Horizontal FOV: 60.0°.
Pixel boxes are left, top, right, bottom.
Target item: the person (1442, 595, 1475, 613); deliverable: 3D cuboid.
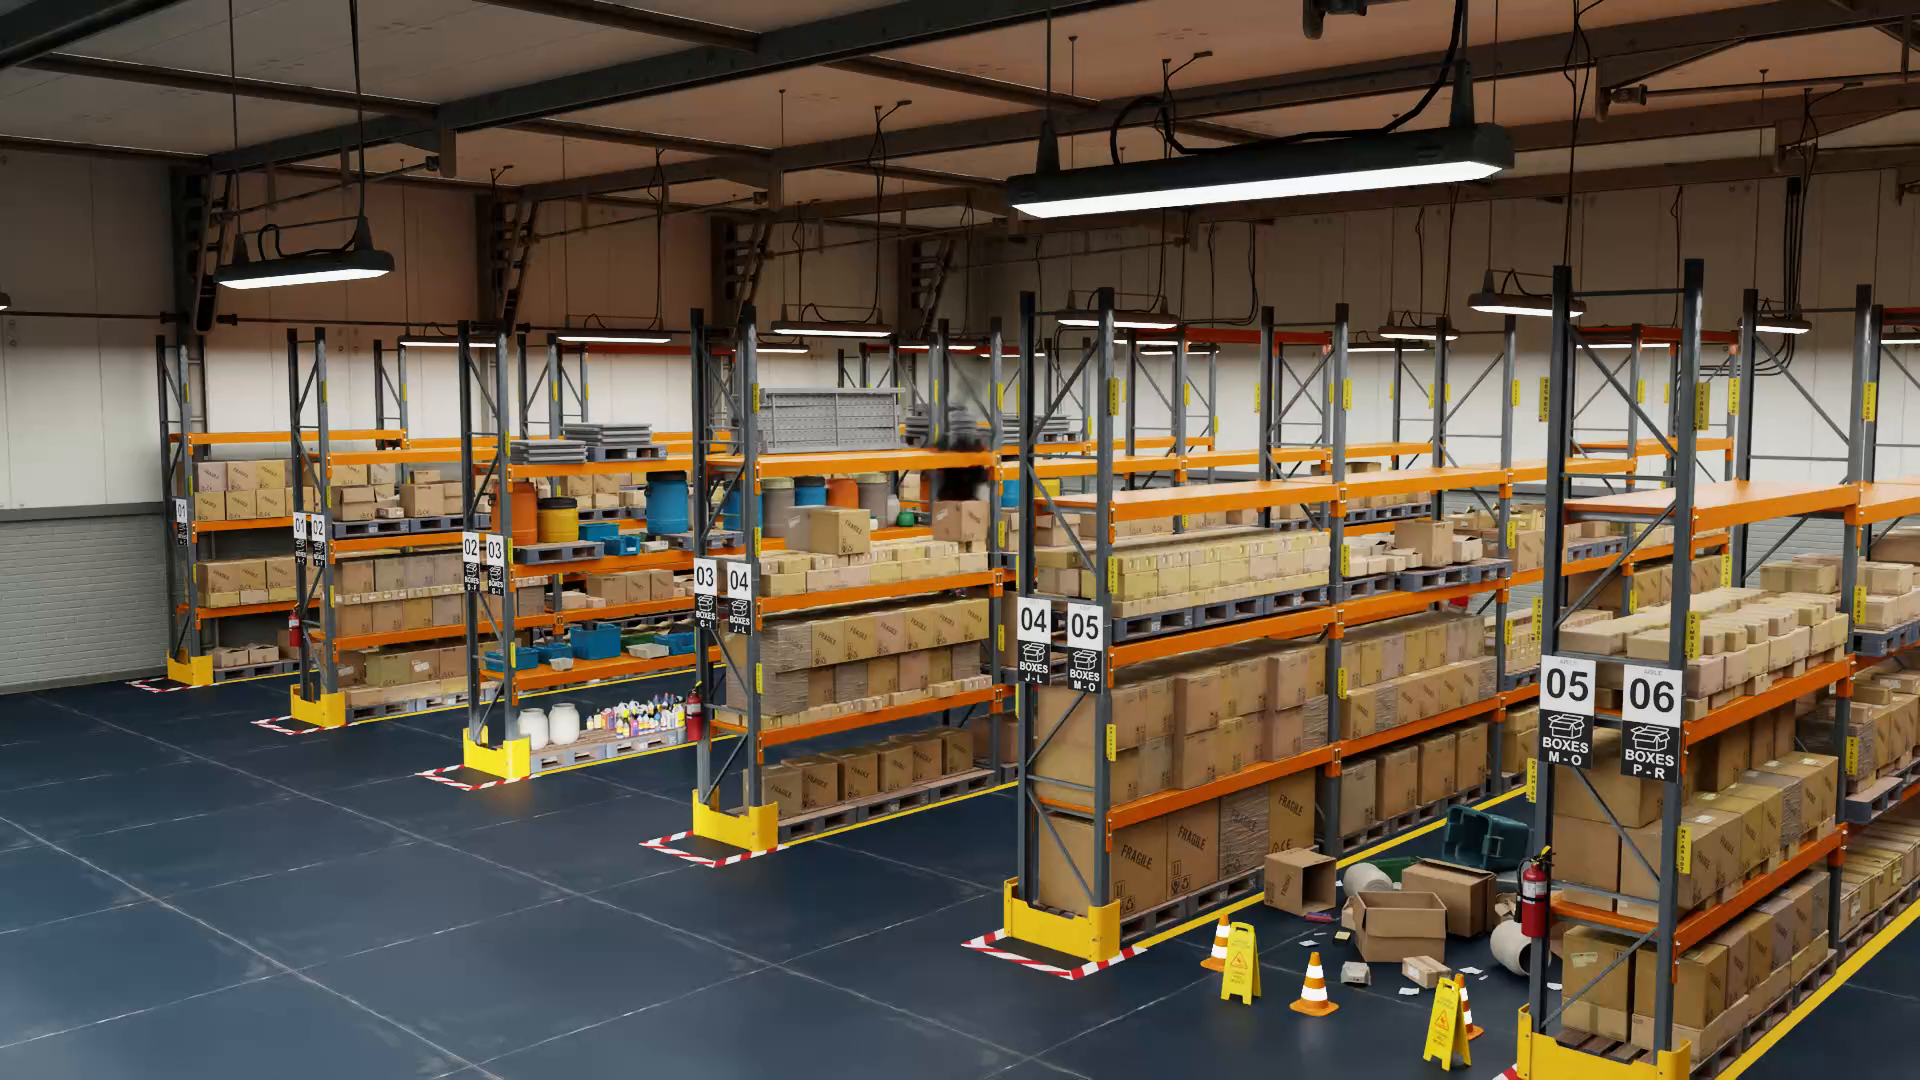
[{"bbox_3d":[9.328,1.358,31.151,0.693,1.707,1.047,-4,7,-37],"label":"person"}]
